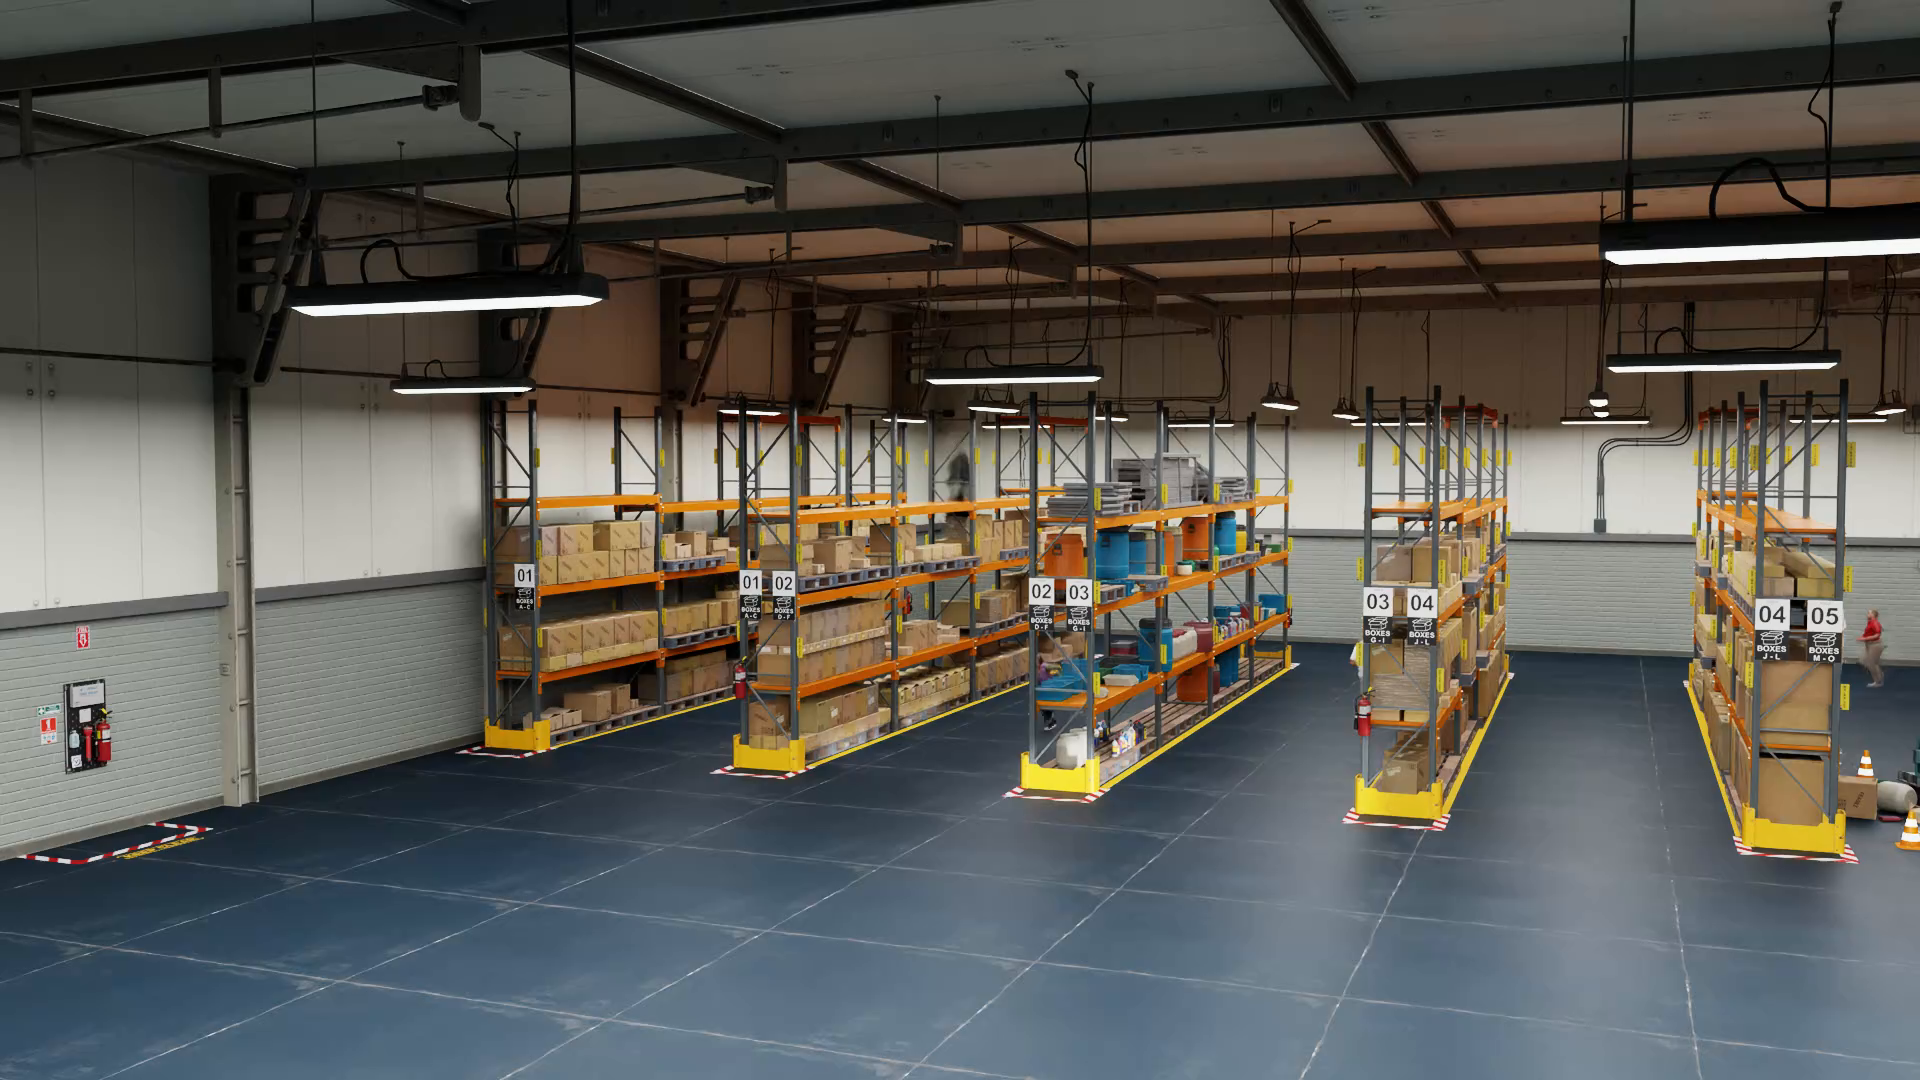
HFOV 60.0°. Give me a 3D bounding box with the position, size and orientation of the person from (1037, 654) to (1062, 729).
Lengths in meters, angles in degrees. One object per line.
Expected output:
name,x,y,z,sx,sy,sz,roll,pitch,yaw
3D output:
person,1.566,2.841,30.372,0.570,1.320,0.831,2,3,31

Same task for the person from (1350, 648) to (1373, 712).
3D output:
person,7.637,2.568,31.057,0.721,1.751,0.926,0,3,8

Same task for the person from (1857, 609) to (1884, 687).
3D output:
person,19.925,2.364,36.384,0.608,1.691,0.645,1,3,19
